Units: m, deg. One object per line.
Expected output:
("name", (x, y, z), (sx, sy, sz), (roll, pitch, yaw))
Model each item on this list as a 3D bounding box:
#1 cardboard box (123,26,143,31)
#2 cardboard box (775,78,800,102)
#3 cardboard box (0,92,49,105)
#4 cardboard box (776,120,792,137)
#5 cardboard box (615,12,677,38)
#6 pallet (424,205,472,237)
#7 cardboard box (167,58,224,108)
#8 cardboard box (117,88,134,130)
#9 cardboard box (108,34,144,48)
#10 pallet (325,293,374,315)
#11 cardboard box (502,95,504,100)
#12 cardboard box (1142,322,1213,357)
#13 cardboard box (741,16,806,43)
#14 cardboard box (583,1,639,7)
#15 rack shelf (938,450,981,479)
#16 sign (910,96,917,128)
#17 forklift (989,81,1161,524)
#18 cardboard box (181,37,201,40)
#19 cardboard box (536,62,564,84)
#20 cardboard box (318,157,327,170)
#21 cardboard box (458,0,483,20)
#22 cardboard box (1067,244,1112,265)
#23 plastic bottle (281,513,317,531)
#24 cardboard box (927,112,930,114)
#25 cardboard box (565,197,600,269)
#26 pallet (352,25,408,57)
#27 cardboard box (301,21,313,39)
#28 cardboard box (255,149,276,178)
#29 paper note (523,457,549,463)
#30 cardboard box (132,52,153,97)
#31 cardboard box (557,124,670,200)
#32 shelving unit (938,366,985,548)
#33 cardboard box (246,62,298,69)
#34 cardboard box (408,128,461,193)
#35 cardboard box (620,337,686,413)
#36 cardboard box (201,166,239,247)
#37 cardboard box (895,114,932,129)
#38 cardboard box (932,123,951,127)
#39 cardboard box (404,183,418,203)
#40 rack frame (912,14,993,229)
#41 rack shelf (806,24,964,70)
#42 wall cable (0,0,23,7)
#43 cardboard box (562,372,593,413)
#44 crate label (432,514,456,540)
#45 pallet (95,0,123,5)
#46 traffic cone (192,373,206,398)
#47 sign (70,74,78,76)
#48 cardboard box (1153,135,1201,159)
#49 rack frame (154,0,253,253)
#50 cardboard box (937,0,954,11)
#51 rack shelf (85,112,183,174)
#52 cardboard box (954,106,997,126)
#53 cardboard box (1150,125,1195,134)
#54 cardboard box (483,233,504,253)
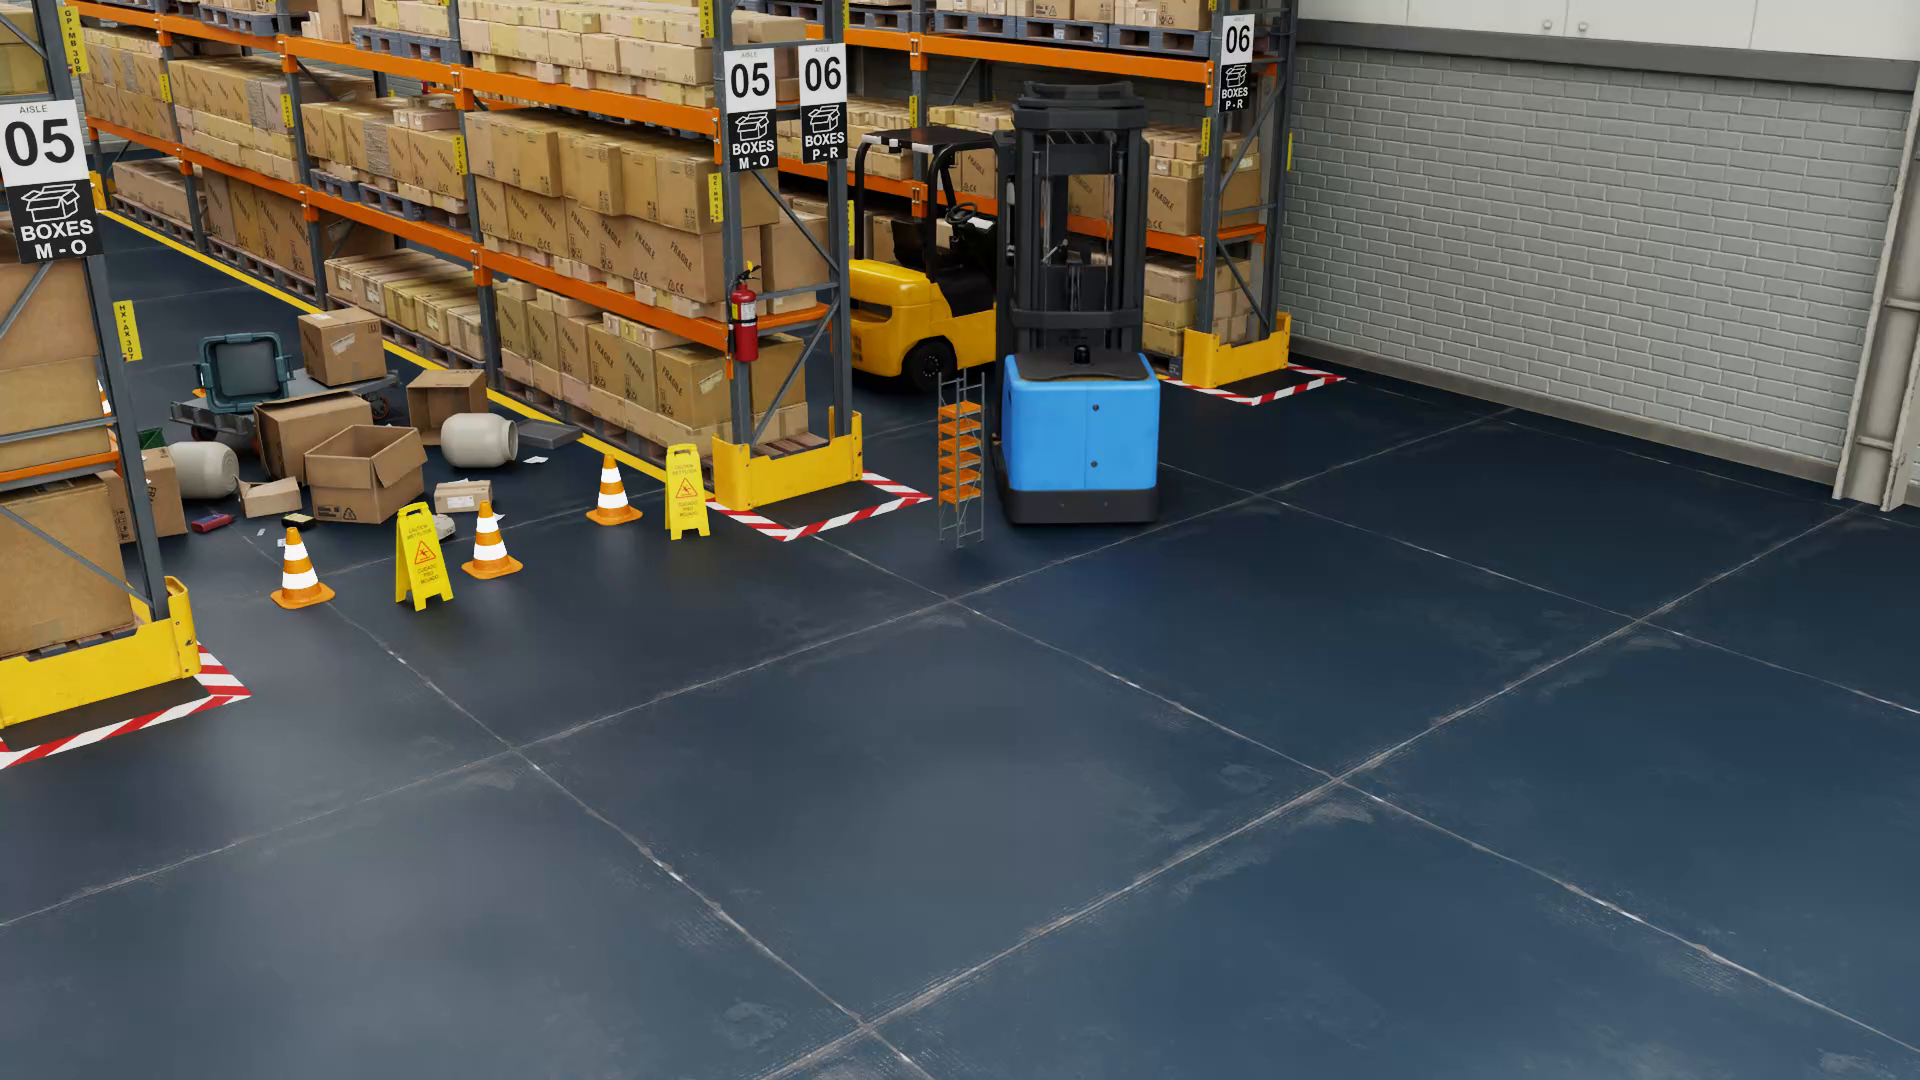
("cardboard box", (-11.095, -6.878, 22.534), (0.380, 0.149, 0.250), (-17, 27, -36))
("cardboard box", (-1.191, -3.208, 11.793), (0.380, 0.149, 0.250), (-17, 27, -37))
("cardboard box", (-4.885, -2.246, 8.623), (0.380, 0.149, 0.250), (-17, 27, -37))
("cardboard box", (-1.926, -4.847, 19.266), (0.500, 0.250, 0.500), (-18, 28, -39))
("cardboard box", (-2.265, -3.732, 12.036), (0.380, 0.149, 0.250), (-17, 27, -37))
("pallet", (-4.220, -3.021, 15.347), (1.003, 0.211, 1.213), (-17, 27, -37))
("cardboard box", (-8.984, -5.397, 19.642), (0.500, 0.500, 0.500), (-17, 27, -37))
("cardboard box", (-10.559, -5.613, 21.565), (0.500, 0.500, 0.500), (-16, 27, -36))
("cardboard box", (-10.662, -6.391, 21.292), (0.380, 0.149, 0.250), (-18, 28, -39))
("pallet", (-5.934, -2.455, 17.462), (1.003, 0.211, 1.213), (-17, 27, -37))
("cardboard box", (-6.492, -6.542, 24.418), (0.380, 0.149, 0.250), (-17, 27, -37))
("cardboard box", (1.991, -1.912, 15.446), (0.500, 0.250, 0.500), (-17, 27, -37))
("cardboard box", (-1.298, -3.557, 11.590), (0.380, 0.149, 0.250), (-18, 27, -38))
("cardboard box", (-2.767, -4.196, 13.221), (0.380, 0.149, 0.250), (-18, 28, -38))
("rack shelf", (0.009, -0.513, 11.271), (0.258, 0.103, 0.180), (-17, 27, -37))
("sign", (-0.478, -4.417, 17.170), (0.100, 0.325, 0.005), (-17, 27, -37))
("forklift", (0.803, -1.969, 12.492), (1.130, 2.935, 3.031), (-1, 21, -2))
("cardboard box", (-9.557, -6.249, 20.927), (0.380, 0.149, 0.250), (-18, 27, -38))
("cardboard box", (-3.039, -3.622, 12.851), (0.380, 0.149, 0.250), (-18, 28, -38))
("cardboard box", (-6.371, -3.914, 17.133), (0.380, 0.149, 0.250), (-19, 29, -40))
("cardboard box", (-3.873, -4.351, 13.617), (0.380, 0.149, 0.250), (-18, 28, -38))
("cardboard box", (1.326, -2.652, 15.966), (0.500, 0.250, 0.500), (-17, 27, -37))
("plastic bottle", (-4.692, -0.135, 11.744), (0.283, 0.061, 0.133), (12, 24, 27))
("cardboard box", (-0.141, -4.544, 17.945), (0.380, 0.149, 0.250), (-18, 28, -39))
("cardboard box", (-2.747, -2.452, 13.085), (0.500, 0.500, 0.500), (-17, 27, -37))
("pallet", (-4.833, -4.655, 15.401), (1.213, 0.211, 1.003), (-17, 27, -37))
("cardboard box", (-6.366, -5.122, 16.679), (0.380, 0.149, 0.250), (-17, 27, -37))
("cardboard box", (-7.315, -4.115, 18.083), (0.500, 0.250, 0.500), (-17, 27, -37))
("paper note", (-3.327, -0.634, 13.062), (0.148, 0.019, 0.142), (12, 24, 27))
("cardboard box", (-9.896, -5.793, 20.654), (0.500, 0.500, 0.500), (-18, 28, -38))
("cardboard box", (-2.675, -2.928, 12.930), (0.700, 0.500, 0.500), (-18, 27, -38))
("shelving unit", (0.009, -0.555, 11.255), (0.258, 1.200, 0.189), (-17, 27, -37))
("cardboard box", (-7.912, -5.237, 19.234), (0.500, 0.500, 0.500), (-16, 27, -36))
("cardboard box", (-4.632, -3.455, 15.070), (0.500, 0.500, 0.500), (-17, 27, -37))
("cardboard box", (-2.284, -1.326, 12.923), (0.500, 0.500, 0.500), (-16, 27, -36))
("cardboard box", (-8.588, -4.129, 20.249), (0.875, 0.875, 0.875), (-16, 27, -36))
("cardboard box", (-0.465, -4.437, 17.673), (0.380, 0.149, 0.250), (-16, 27, -36))
("cardboard box", (-0.065, -4.245, 17.182), (0.380, 0.149, 0.250), (-18, 28, -38))
("cardboard box", (-4.900, -3.229, 15.383), (0.380, 0.149, 0.250), (-17, 27, -37))
("rack frame", (-0.074, -4.047, 17.704), (1.000, 3.000, 0.127), (-17, 27, -37))
("rack shelf", (-1.379, -5.661, 18.699), (1.077, 0.370, 4.000), (-17, 27, -37))
("wall cable", (-15.363, -8.220, 26.921), (0.585, 1.953, 0.123), (-17, 27, -37))
("cardboard box", (-2.946, -1.262, 13.786), (0.500, 0.250, 0.500), (-18, 28, -38))
("crate label", (-3.658, -0.082, 11.506), (0.298, 0.136, 0.250), (7, 23, 18))
("pallet", (-10.372, -6.995, 21.240), (1.003, 0.211, 1.213), (-17, 27, -37))
("traffic cone", (-6.648, -1.534, 14.767), (0.336, 0.463, 0.334), (-17, 27, -37))
("sign", (-12.089, -6.489, 22.643), (0.100, 0.325, 0.005), (-17, 27, -37))
("cardboard box", (1.959, -3.538, 14.971), (0.380, 0.149, 0.250), (-17, 27, -37))
("rack frame", (-9.054, -5.075, 20.327), (1.000, 3.000, 0.127), (-17, 27, -37))
("cardboard box", (-0.011, -5.373, 16.606), (0.380, 0.149, 0.250), (-17, 27, -36))
("rack shelf", (-10.359, -5.292, 21.869), (1.077, 0.370, 4.000), (-17, 27, -37))
("cardboard box", (0.162, -4.329, 16.989), (0.380, 0.149, 0.250), (-17, 27, -37))
("cardboard box", (2.001, -3.794, 15.624), (0.380, 0.149, 0.250), (-17, 27, -37))
("cardboard box", (-3.869, -2.584, 14.313), (0.380, 0.149, 0.250), (-18, 27, -38))
